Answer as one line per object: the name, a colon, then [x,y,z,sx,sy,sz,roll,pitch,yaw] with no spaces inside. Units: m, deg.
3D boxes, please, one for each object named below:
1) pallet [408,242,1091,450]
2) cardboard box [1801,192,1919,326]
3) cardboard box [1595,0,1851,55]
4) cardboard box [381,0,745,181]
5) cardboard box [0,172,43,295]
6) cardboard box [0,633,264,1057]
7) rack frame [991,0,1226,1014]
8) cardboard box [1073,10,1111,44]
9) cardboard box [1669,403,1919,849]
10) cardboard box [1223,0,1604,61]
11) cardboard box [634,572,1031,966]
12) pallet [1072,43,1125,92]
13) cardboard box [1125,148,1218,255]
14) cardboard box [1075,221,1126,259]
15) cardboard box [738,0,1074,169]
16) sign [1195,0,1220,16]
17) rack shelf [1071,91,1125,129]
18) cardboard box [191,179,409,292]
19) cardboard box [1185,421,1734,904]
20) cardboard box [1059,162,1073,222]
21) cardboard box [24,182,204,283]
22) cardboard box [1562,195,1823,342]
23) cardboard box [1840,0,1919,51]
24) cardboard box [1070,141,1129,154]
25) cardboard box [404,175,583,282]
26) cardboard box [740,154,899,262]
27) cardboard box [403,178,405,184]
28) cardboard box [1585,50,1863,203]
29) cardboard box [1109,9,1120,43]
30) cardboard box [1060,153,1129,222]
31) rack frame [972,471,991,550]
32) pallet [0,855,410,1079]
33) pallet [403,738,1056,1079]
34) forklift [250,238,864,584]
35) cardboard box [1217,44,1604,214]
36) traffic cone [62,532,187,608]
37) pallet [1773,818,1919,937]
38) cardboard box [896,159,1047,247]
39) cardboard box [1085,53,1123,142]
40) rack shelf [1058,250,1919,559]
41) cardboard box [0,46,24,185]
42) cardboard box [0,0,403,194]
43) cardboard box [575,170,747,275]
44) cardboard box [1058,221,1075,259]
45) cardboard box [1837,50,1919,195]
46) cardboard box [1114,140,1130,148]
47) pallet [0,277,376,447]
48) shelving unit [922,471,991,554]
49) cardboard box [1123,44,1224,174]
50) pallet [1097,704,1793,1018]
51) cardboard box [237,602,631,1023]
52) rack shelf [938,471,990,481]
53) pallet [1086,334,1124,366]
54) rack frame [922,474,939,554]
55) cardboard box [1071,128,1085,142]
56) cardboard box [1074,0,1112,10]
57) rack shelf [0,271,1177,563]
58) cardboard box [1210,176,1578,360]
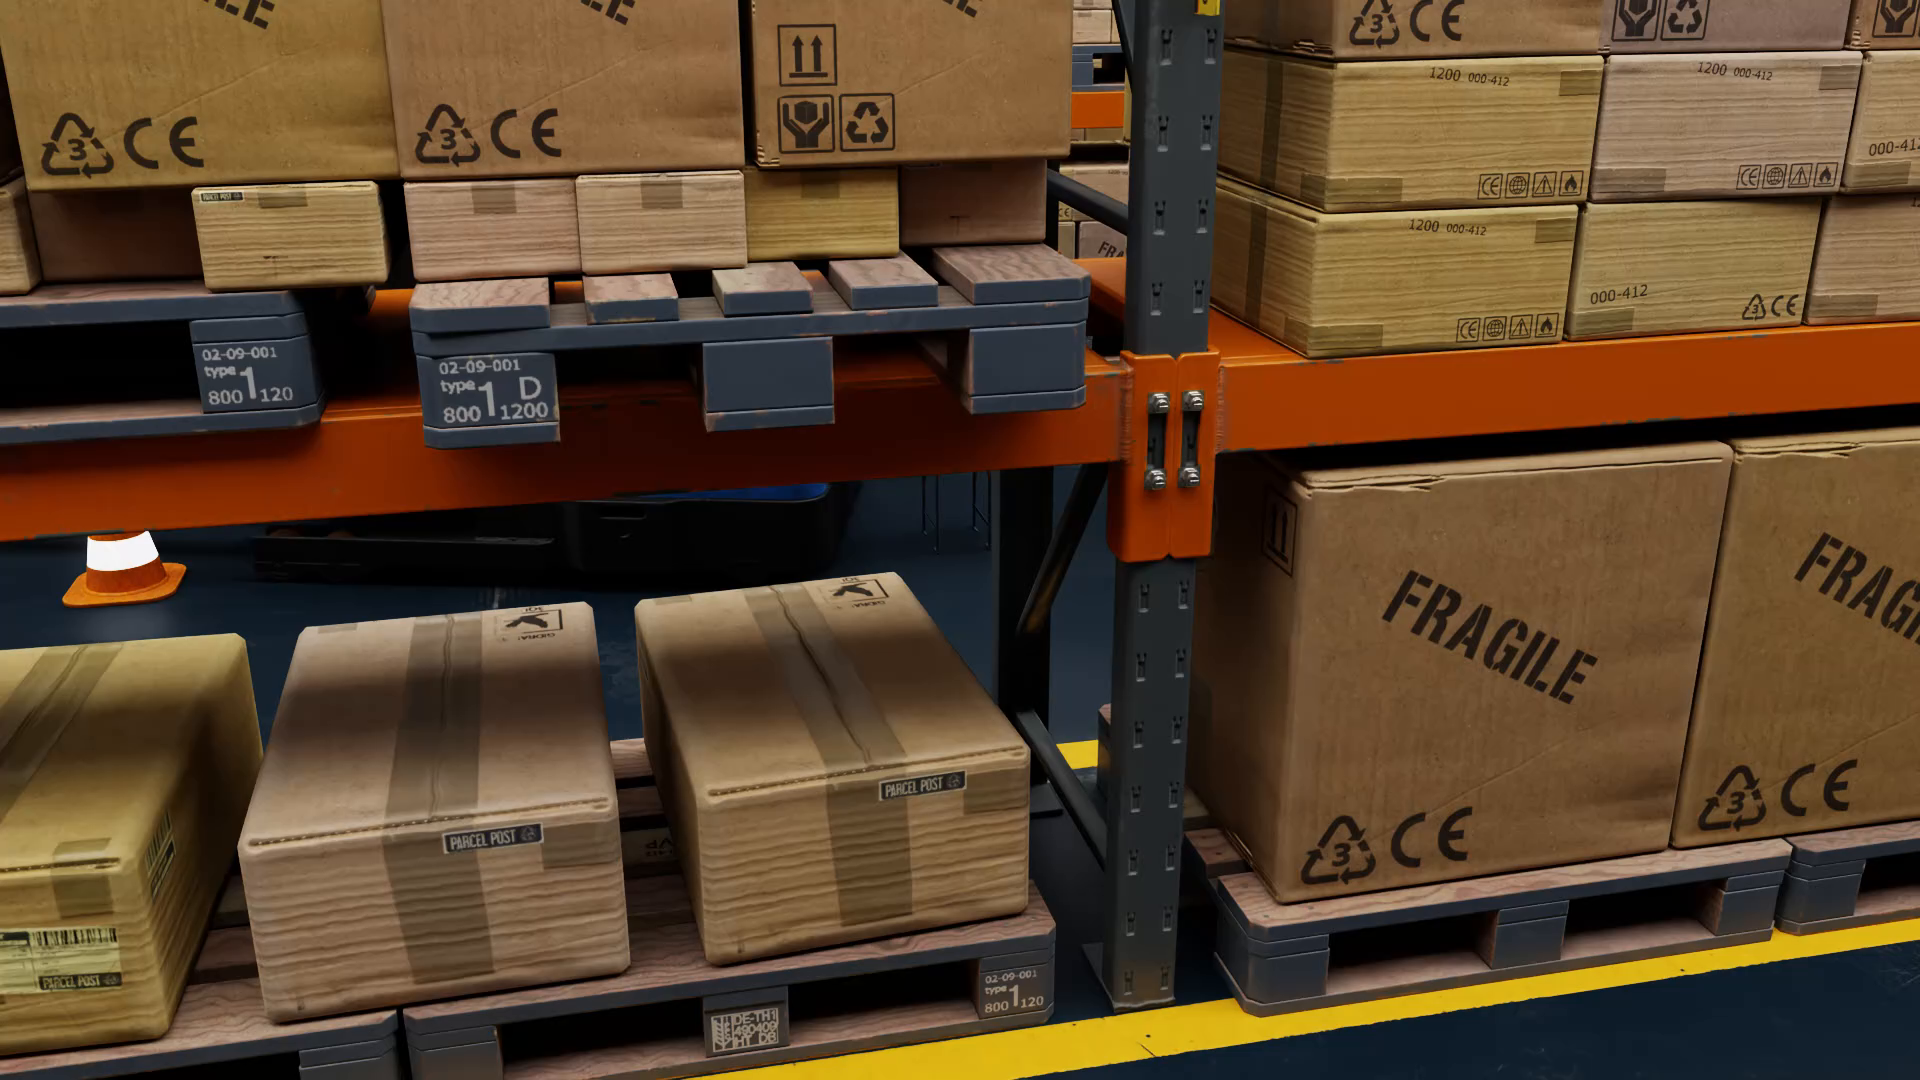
pallet: [-0.419,-0.466,3.005,1.003,0.211,1.213,-5,21,-12]
cardboard box: [1.792,-0.618,3.360,0.500,0.250,0.500,-4,20,-11]
cardboard box: [1.267,-1.164,3.033,0.500,0.500,0.500,-5,21,-12]
cardboard box: [-0.629,-0.858,2.609,0.500,0.500,0.500,-5,21,-13]
cardboard box: [-1.504,-0.474,2.501,0.250,0.149,0.380,-5,21,-14]
cardboard box: [-1.758,0.549,3.165,0.625,0.372,0.950,-4,20,-11]
rack frame: [0.250,-0.648,3.223,0.127,3.000,1.000,-5,21,-12]
cardboard box: [0.539,-2.431,7.844,0.250,0.149,0.380,-4,20,-11]
cardboard box: [1.810,0.056,3.779,0.875,0.875,0.875,-4,21,-12]
cardboard box: [0.786,-1.122,2.917,0.500,0.500,0.500,-5,21,-14]
cardboard box: [-0.302,0.430,3.490,0.625,0.372,0.950,-6,21,-16]
pallet: [0.930,-2.377,8.223,1.213,0.211,1.003,-5,21,-12]
cardboard box: [0.683,-0.705,3.596,0.500,0.250,0.500,-5,21,-14]
cardboard box: [0.747,-1.374,8.229,0.500,0.500,0.500,-5,21,-14]
cardboard box: [-0.128,-0.903,2.730,0.500,0.500,0.500,-5,21,-14]
sign: [0.384,-0.974,2.544,0.005,0.325,0.100,-5,21,-12]
rack shelf: [0.959,-2.118,8.281,4.000,0.370,1.077,-5,21,-12]
cardboard box: [-1.005,-0.499,2.570,0.250,0.149,0.380,-4,21,-12]
cardboard box: [0.941,0.125,3.590,0.875,0.875,0.875,-5,21,-13]
cardboard box: [0.233,-1.686,7.991,0.500,0.250,0.500,-5,21,-13]
cardboard box: [-1.279,-0.521,2.630,0.250,0.149,0.380,-4,21,-12]
cardboard box: [1.280,-0.579,3.252,0.500,0.250,0.500,-5,21,-14]
cardboard box: [1.774,-1.200,3.131,0.500,0.500,0.500,-4,21,-11]
cardboard box: [0.605,-1.893,8.555,0.500,0.250,0.500,-4,21,-11]
cardboard box: [-0.741,-0.525,2.642,0.250,0.149,0.380,-6,21,-15]
cardboard box: [-0.259,-0.577,2.784,0.250,0.149,0.380,-4,21,-12]
cardboard box: [-0.941,-0.732,3.206,0.250,0.149,0.380,-5,21,-12]
cardboard box: [1.303,-0.811,3.158,0.500,0.250,0.500,-4,21,-11]
cardboard box: [0.784,-2.450,7.896,0.250,0.149,0.380,-4,21,-12]
cardboard box: [0.718,-1.721,8.086,0.500,0.250,0.500,-4,21,-12]
rack frame: [0.075,-0.569,5.625,0.006,1.200,0.240,-5,21,-12]
pallet: [-1.696,0.818,3.275,1.213,0.211,1.003,-5,21,-12]
pallet: [-0.511,0.722,3.535,1.213,0.211,1.003,-5,21,-12]
forklift: [-1.902,-1.420,5.428,3.031,2.935,1.130,2,20,4]
cardboard box: [0.800,-0.770,3.047,0.500,0.250,0.500,-5,21,-13]
traffic cone: [-2.706,-0.065,5.319,0.334,0.463,0.336,-5,21,-12]
pallet: [2.220,0.529,4.065,1.213,0.211,1.003,-5,21,-12]
cardboard box: [-0.015,-0.623,2.908,0.250,0.149,0.380,-4,20,-10]
cardboard box: [1.244,-3.424,13.280,0.875,0.875,1.225,-5,21,-12]
rack shelf: [2.196,-0.469,3.779,4.000,0.370,1.077,-5,21,-12]
cardboard box: [-1.651,-0.775,2.381,0.500,0.500,0.500,-6,21,-15]
cardboard box: [-1.120,-0.818,2.499,0.500,0.500,0.500,-6,21,-16]
cardboard box: [-0.494,-0.542,2.689,0.250,0.149,0.380,-5,21,-13]
cardboard box: [0.248,-1.332,8.114,0.500,0.500,0.500,-4,21,-12]
cardboard box: [1.791,-0.846,3.254,0.500,0.250,0.500,-5,21,-13]
cardboard box: [1.111,-1.937,8.676,0.500,0.250,0.500,-4,20,-10]
pallet: [-1.667,-0.388,2.791,1.213,0.211,1.003,-5,21,-12]
shelving unit: [-0.014,-0.562,5.605,0.189,1.200,0.258,-5,21,-12]
cardboard box: [0.663,-0.936,3.500,0.500,0.250,0.500,-5,21,-13]
pallet: [1.035,0.624,3.804,1.213,0.211,1.003,-5,21,-12]
cardboard box: [-1.018,0.491,3.323,0.625,0.372,0.950,-5,21,-14]
rack shelf: [-0.014,-0.295,5.703,0.180,0.103,0.258,-5,21,-12]
pallet: [0.959,-1.145,8.632,1.213,0.211,1.003,-5,21,-12]
rack frame: [-0.103,-0.555,5.585,0.006,1.200,0.240,-5,21,-12]
cardboard box: [0.375,-3.353,13.086,0.875,0.875,1.225,-5,21,-14]
cardboard box: [0.540,-2.571,7.794,0.250,0.149,0.380,-5,21,-12]
rack shelf: [-1.696,-0.152,2.915,4.000,0.370,1.077,-5,21,-12]
cardboard box: [0.784,-0.532,3.125,0.500,0.250,0.500,-5,21,-13]
